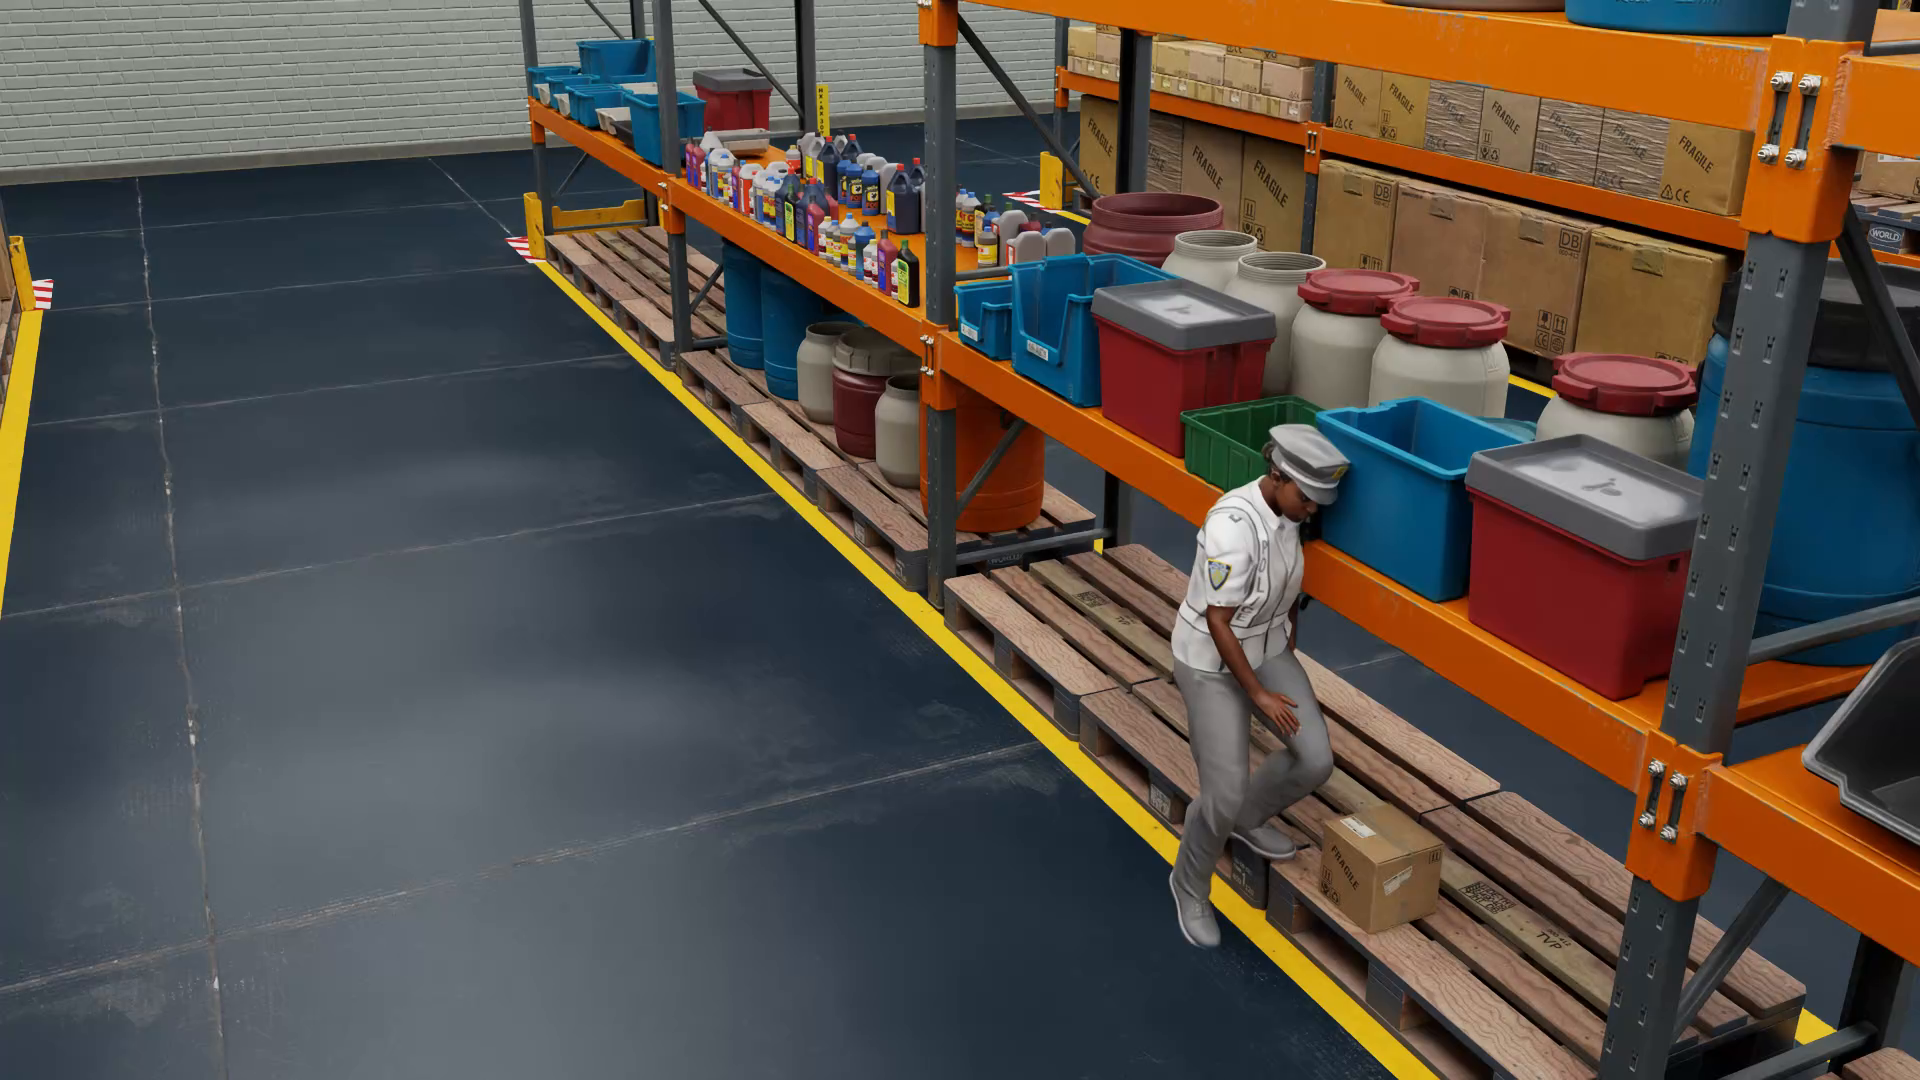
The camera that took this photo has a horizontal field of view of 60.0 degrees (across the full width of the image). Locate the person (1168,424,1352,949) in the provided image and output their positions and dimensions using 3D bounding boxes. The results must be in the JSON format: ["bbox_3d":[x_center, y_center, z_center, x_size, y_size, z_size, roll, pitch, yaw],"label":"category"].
[{"bbox_3d":[0.885,0.443,5.049,0.479,1.678,0.524,-20,30,-40],"label":"person"}]
